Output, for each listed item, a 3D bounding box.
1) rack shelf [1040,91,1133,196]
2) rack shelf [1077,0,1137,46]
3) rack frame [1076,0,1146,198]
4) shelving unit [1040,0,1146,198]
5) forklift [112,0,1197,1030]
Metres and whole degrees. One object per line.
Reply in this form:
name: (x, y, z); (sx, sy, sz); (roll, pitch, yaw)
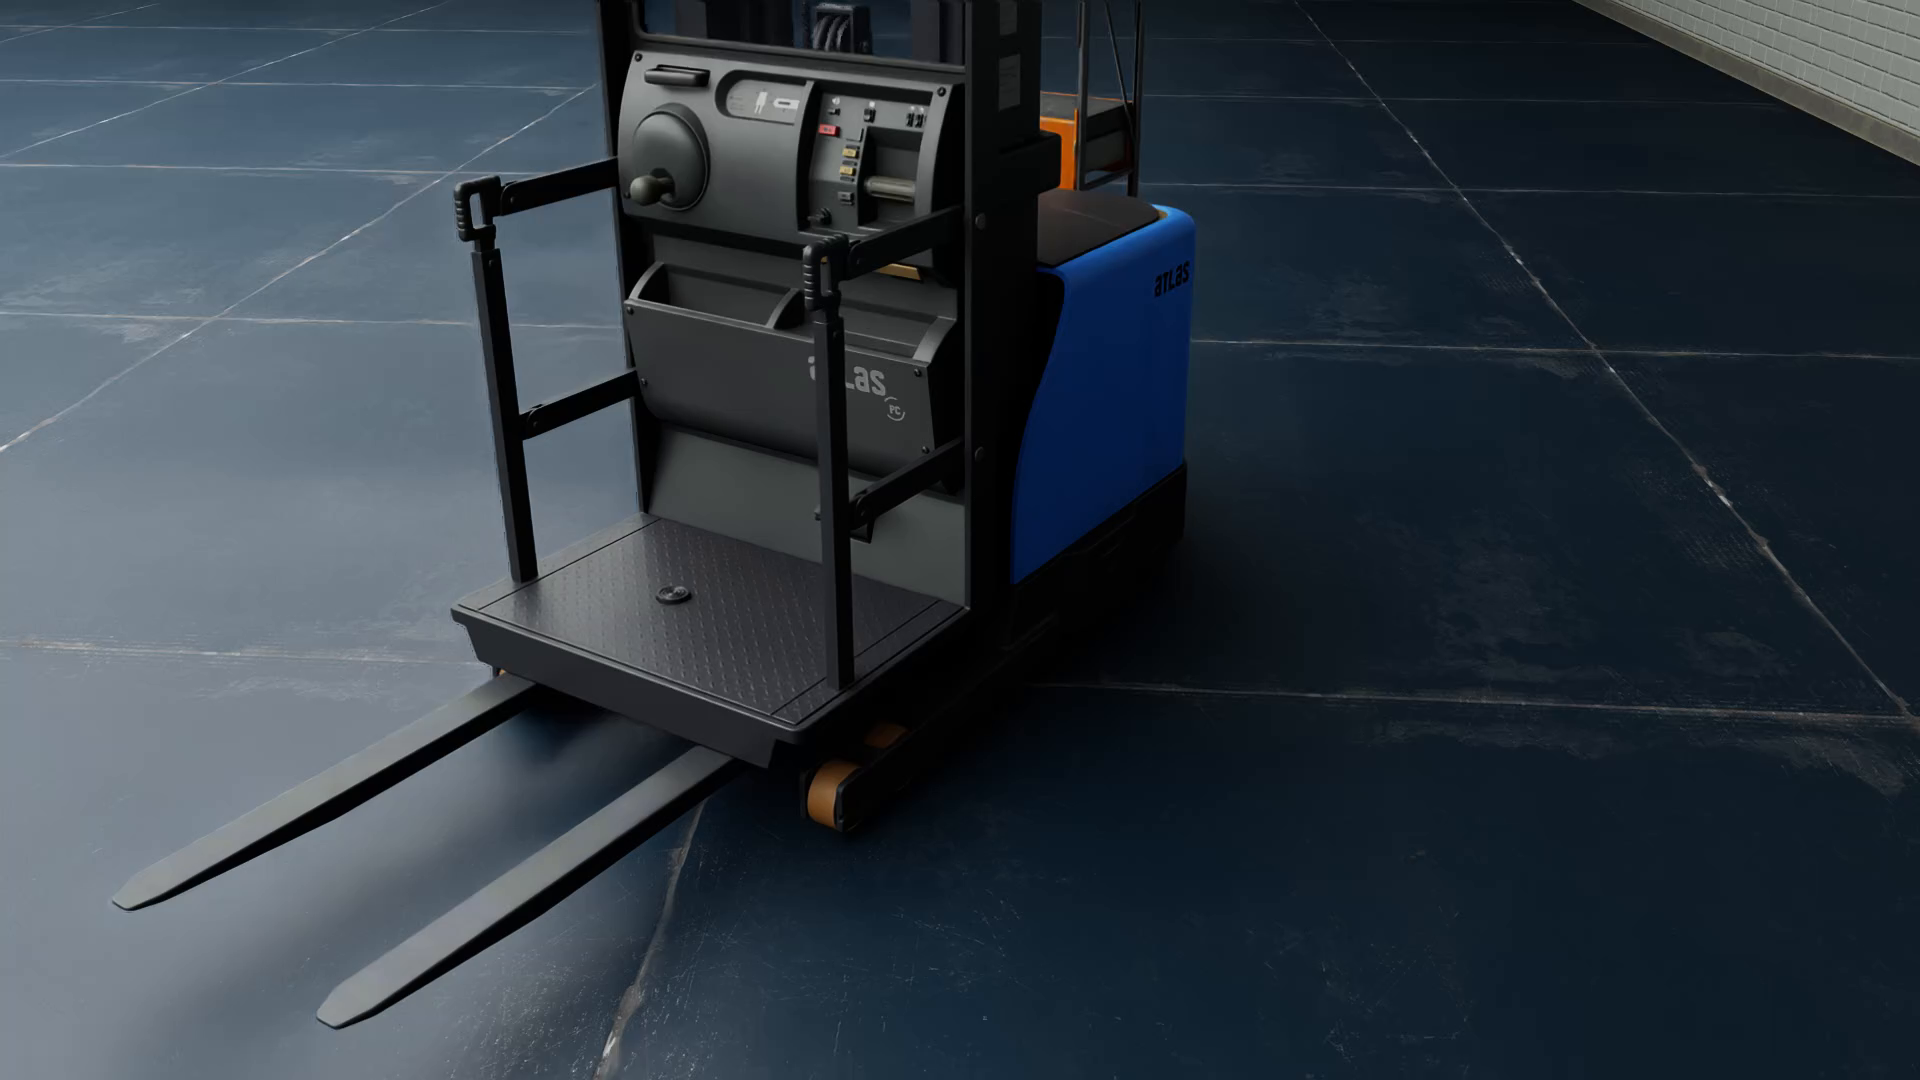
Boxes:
rack shelf: (0.253, -1.160, 5.292); (0.480, 0.518, 0.431); (15, 29, 29)
rack shelf: (0.253, -1.796, 4.999); (0.480, 0.518, 0.431); (15, 29, 29)
rack frame: (0.460, -1.118, 5.168); (0.015, 2.100, 0.400); (15, 29, 29)
shelving unit: (0.253, -1.172, 5.286); (0.503, 2.100, 0.431); (15, 29, 29)
forklift: (-0.536, -0.890, 3.678); (1.130, 2.935, 3.031); (15, 29, 30)
